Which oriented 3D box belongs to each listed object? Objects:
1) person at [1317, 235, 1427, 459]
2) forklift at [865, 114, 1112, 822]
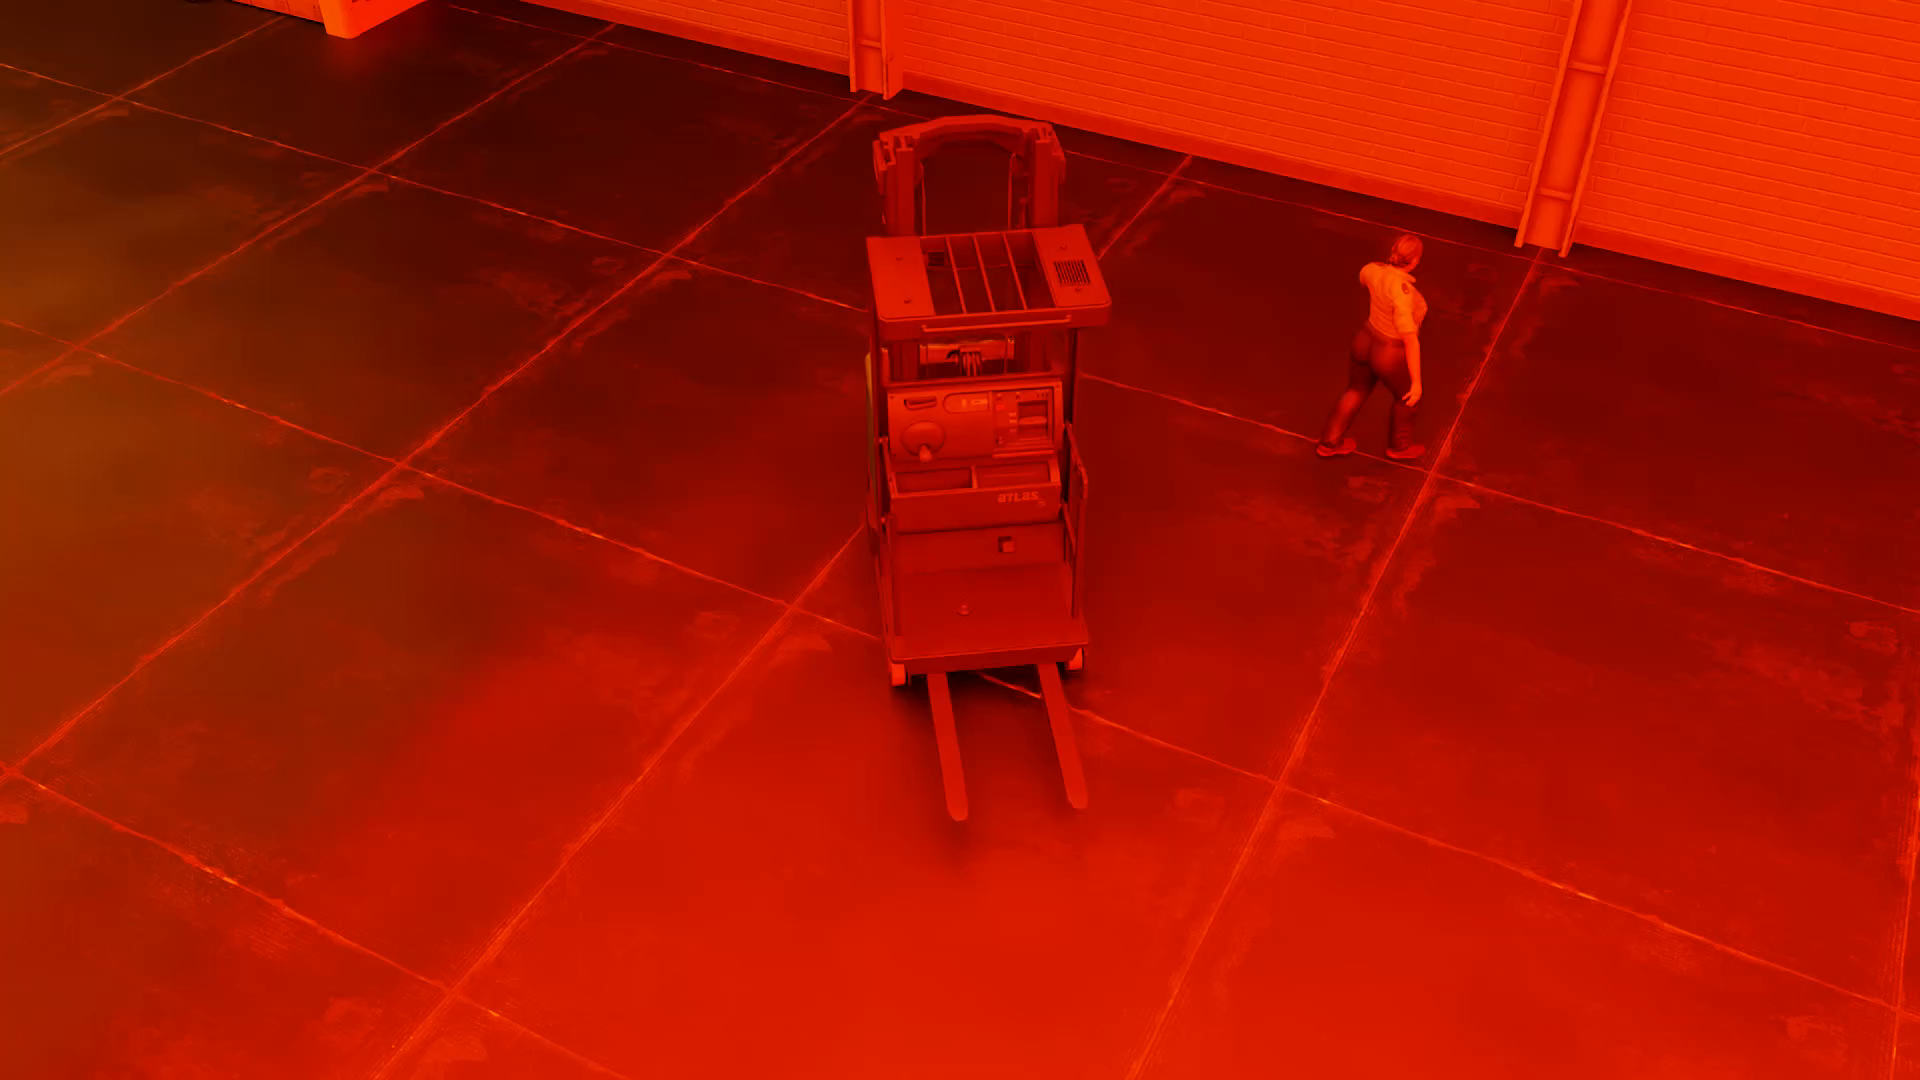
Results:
[{"bbox_3d":[2.727,-1.175,10.419,0.713,1.630,0.899,-18,43,-20],"label":"person"},{"bbox_3d":[0.112,-0.549,8.639,1.130,2.935,3.031,-5,40,-6],"label":"forklift"}]
